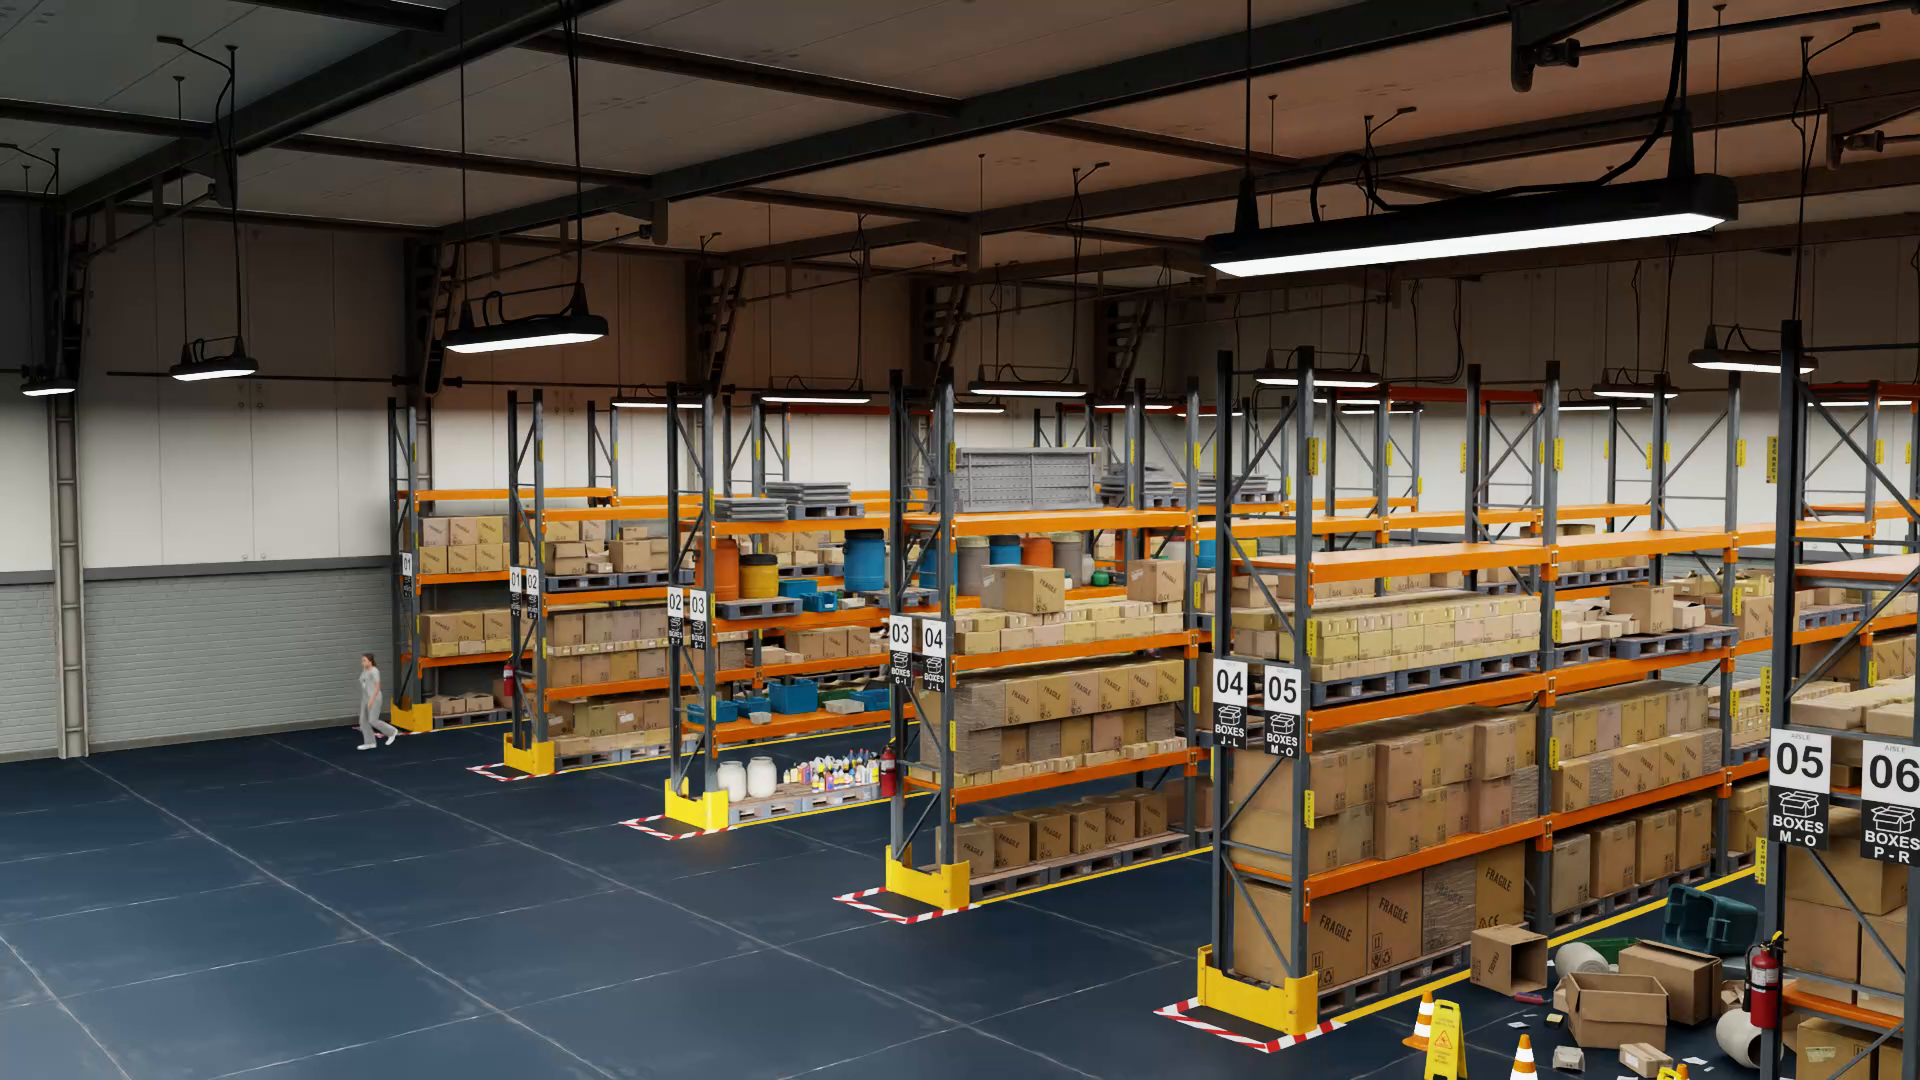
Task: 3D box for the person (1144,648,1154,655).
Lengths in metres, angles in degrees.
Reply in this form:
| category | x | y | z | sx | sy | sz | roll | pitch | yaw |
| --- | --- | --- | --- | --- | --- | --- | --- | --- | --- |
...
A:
| category | x | y | z | sx | sy | sz | roll | pitch | yaw |
| --- | --- | --- | --- | --- | --- | --- | --- | --- | --- |
| person | 3.324 | 2.478 | 30.813 | 1.067 | 1.725 | 0.633 | -3 | 4 | -37 |

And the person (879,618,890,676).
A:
| category | x | y | z | sx | sy | sz | roll | pitch | yaw |
| --- | --- | --- | --- | --- | --- | --- | --- | --- | --- |
| person | -1.340 | 2.361 | 33.084 | 0.647 | 1.763 | 0.689 | 3 | 4 | 40 |

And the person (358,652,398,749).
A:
| category | x | y | z | sx | sy | sz | roll | pitch | yaw |
| --- | --- | --- | --- | --- | --- | --- | --- | --- | --- |
| person | -9.874 | 2.706 | 28.169 | 0.495 | 1.653 | 0.611 | 3 | 4 | 40 |
